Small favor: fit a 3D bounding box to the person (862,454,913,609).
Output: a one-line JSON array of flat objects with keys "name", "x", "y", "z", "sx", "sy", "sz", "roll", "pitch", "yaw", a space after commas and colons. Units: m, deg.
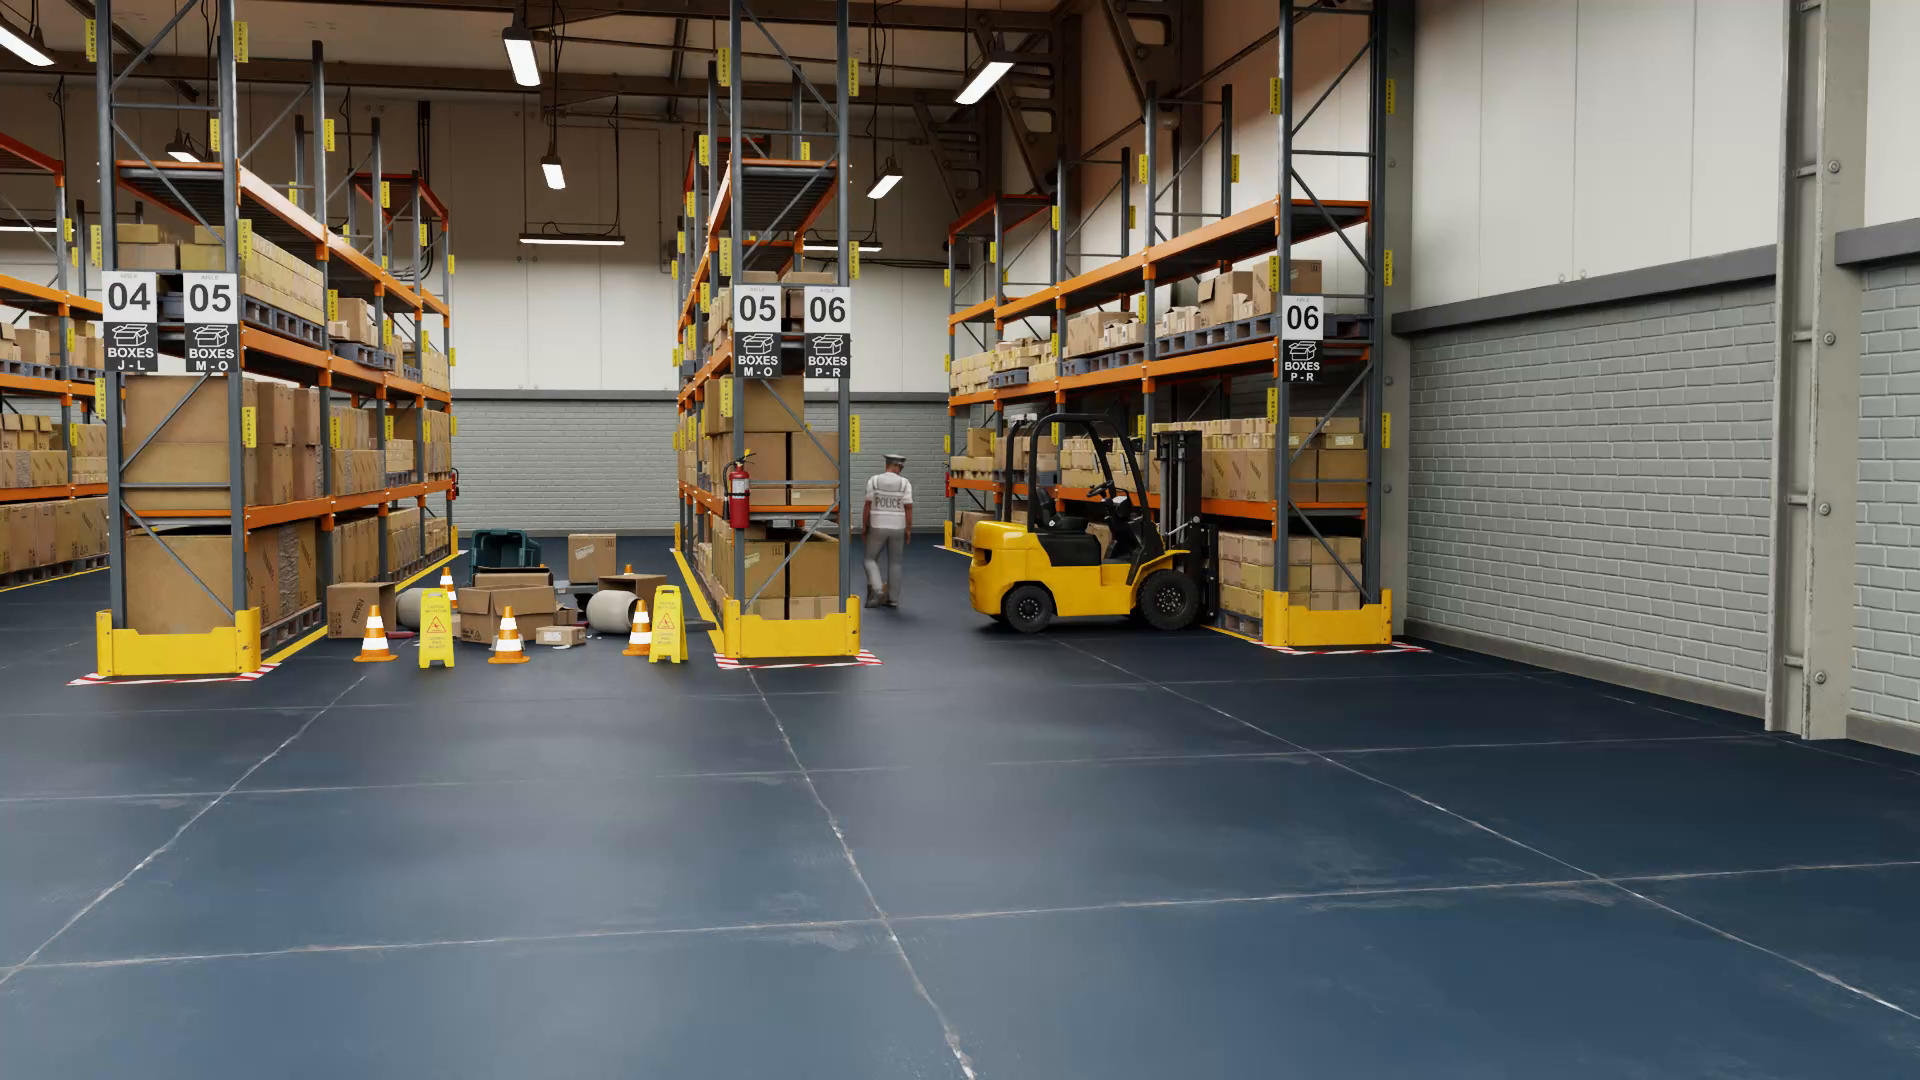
[{"name": "person", "x": -0.834, "y": -0.097, "z": 18.962, "sx": 0.572, "sy": 1.762, "sz": 0.648, "roll": -1, "pitch": 3, "yaw": -12}]
